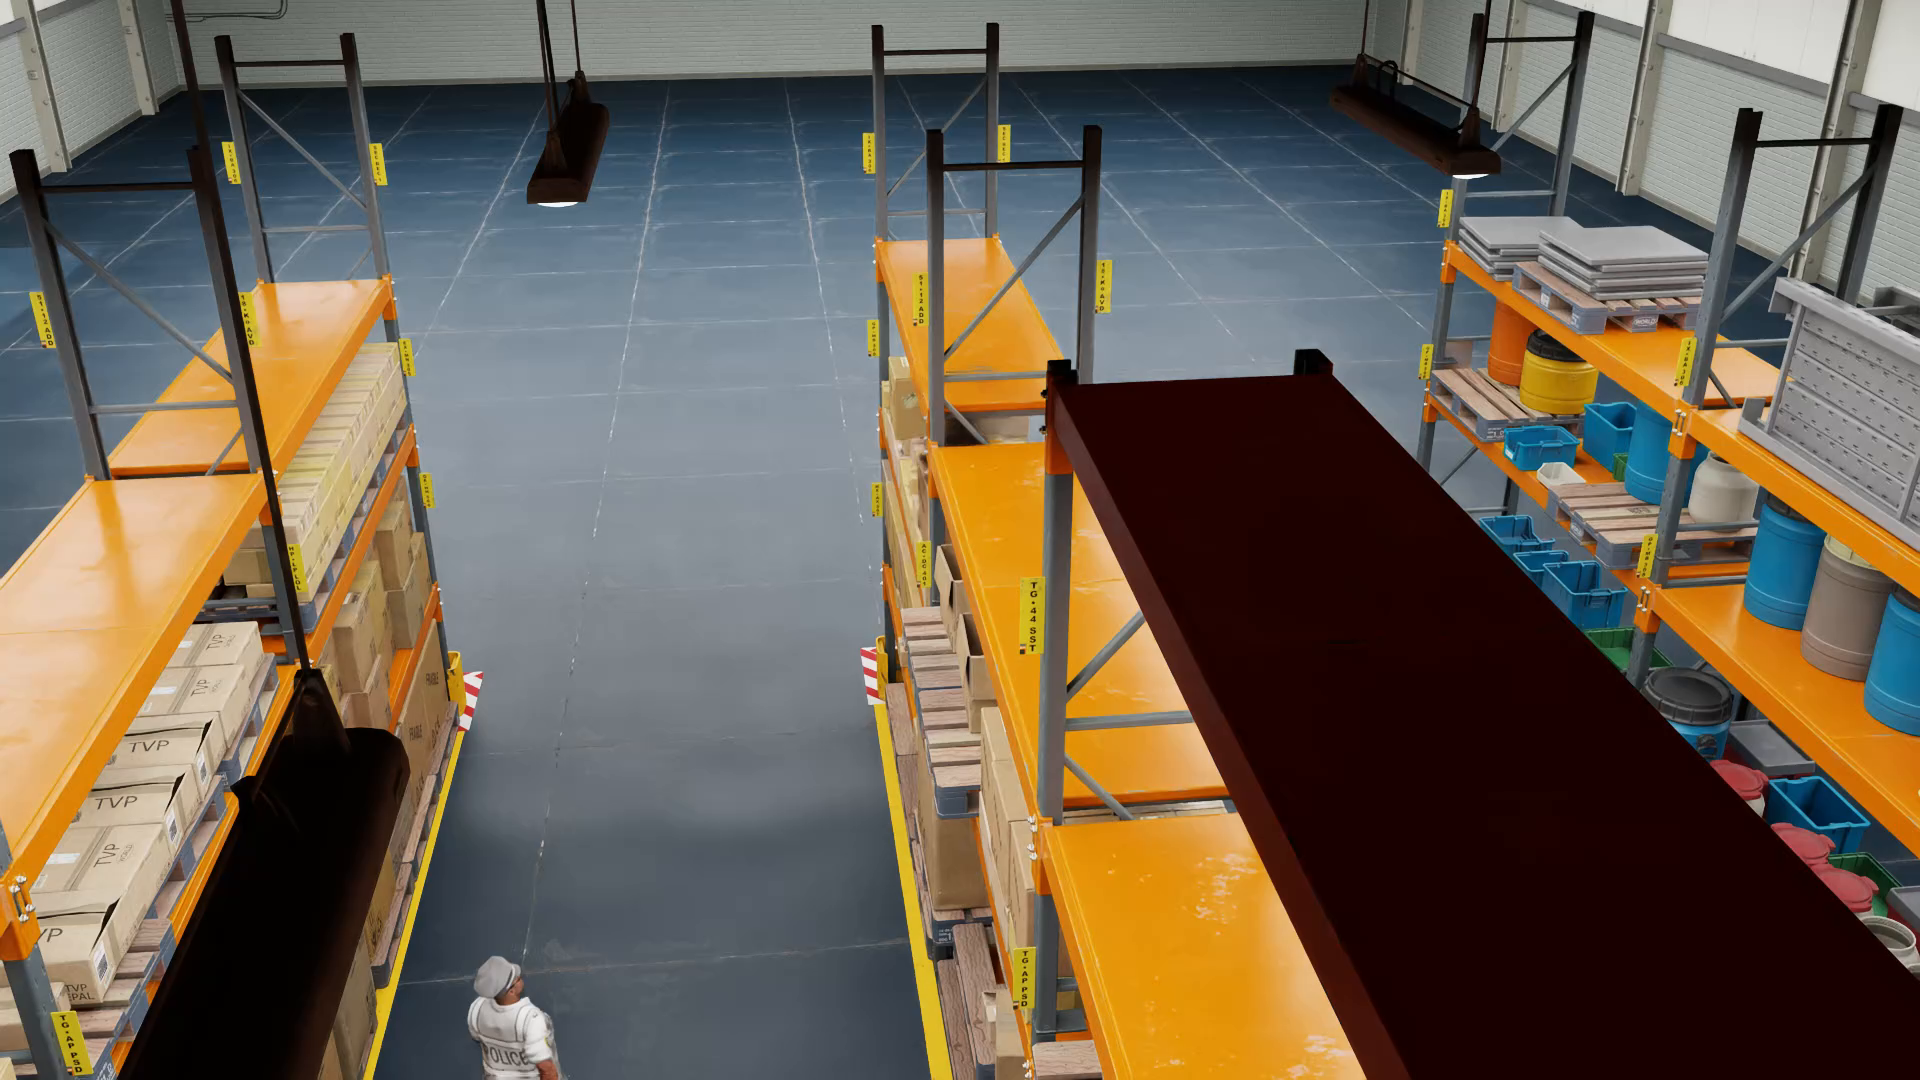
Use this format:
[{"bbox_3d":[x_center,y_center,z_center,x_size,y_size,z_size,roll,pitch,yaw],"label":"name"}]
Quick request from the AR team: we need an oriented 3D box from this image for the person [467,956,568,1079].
[{"bbox_3d":[-2.596,3.173,9.867,0.560,1.773,0.985,-2,26,-4],"label":"person"}]
